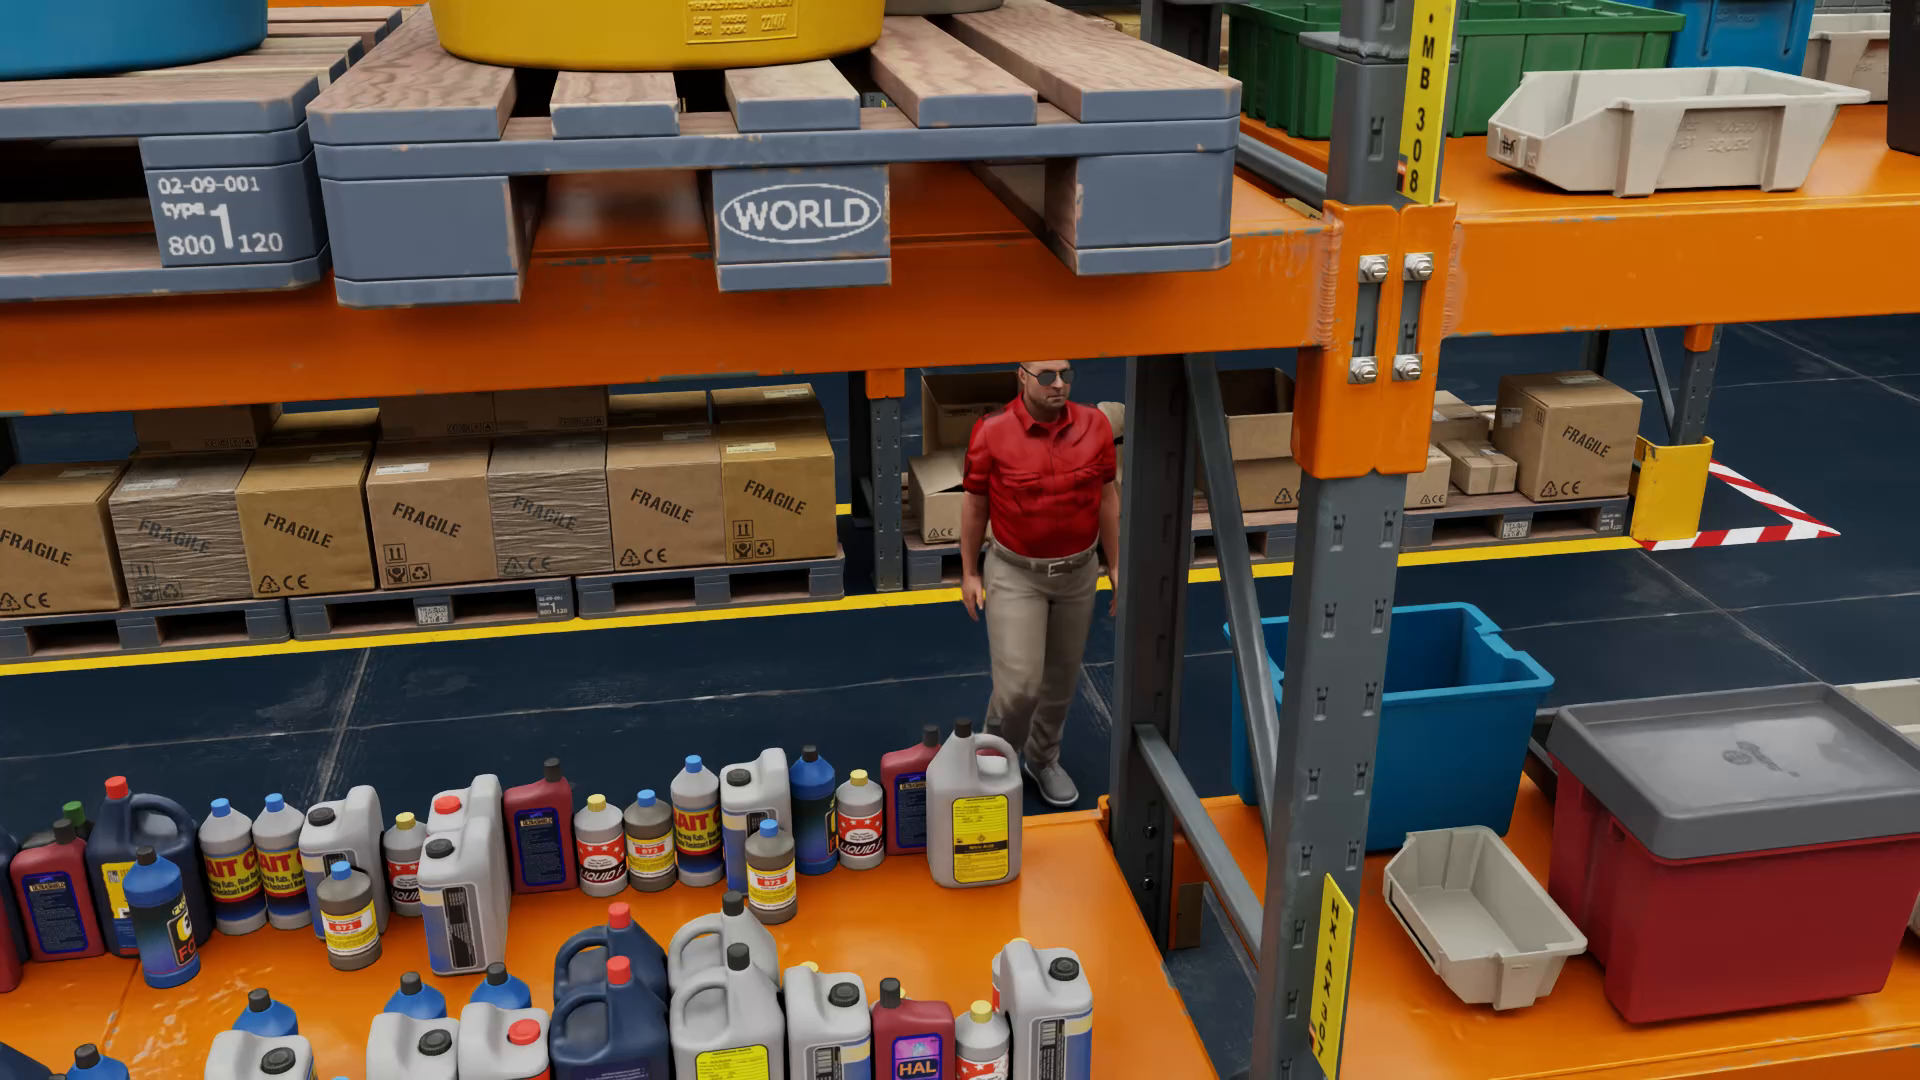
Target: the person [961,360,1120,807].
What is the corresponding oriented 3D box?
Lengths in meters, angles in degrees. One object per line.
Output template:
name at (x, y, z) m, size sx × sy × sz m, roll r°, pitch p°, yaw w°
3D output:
person at (0.304, 0.166, 5.763) m, size 0.576 × 1.762 × 0.421 m, roll -8°, pitch 25°, yaw -18°
